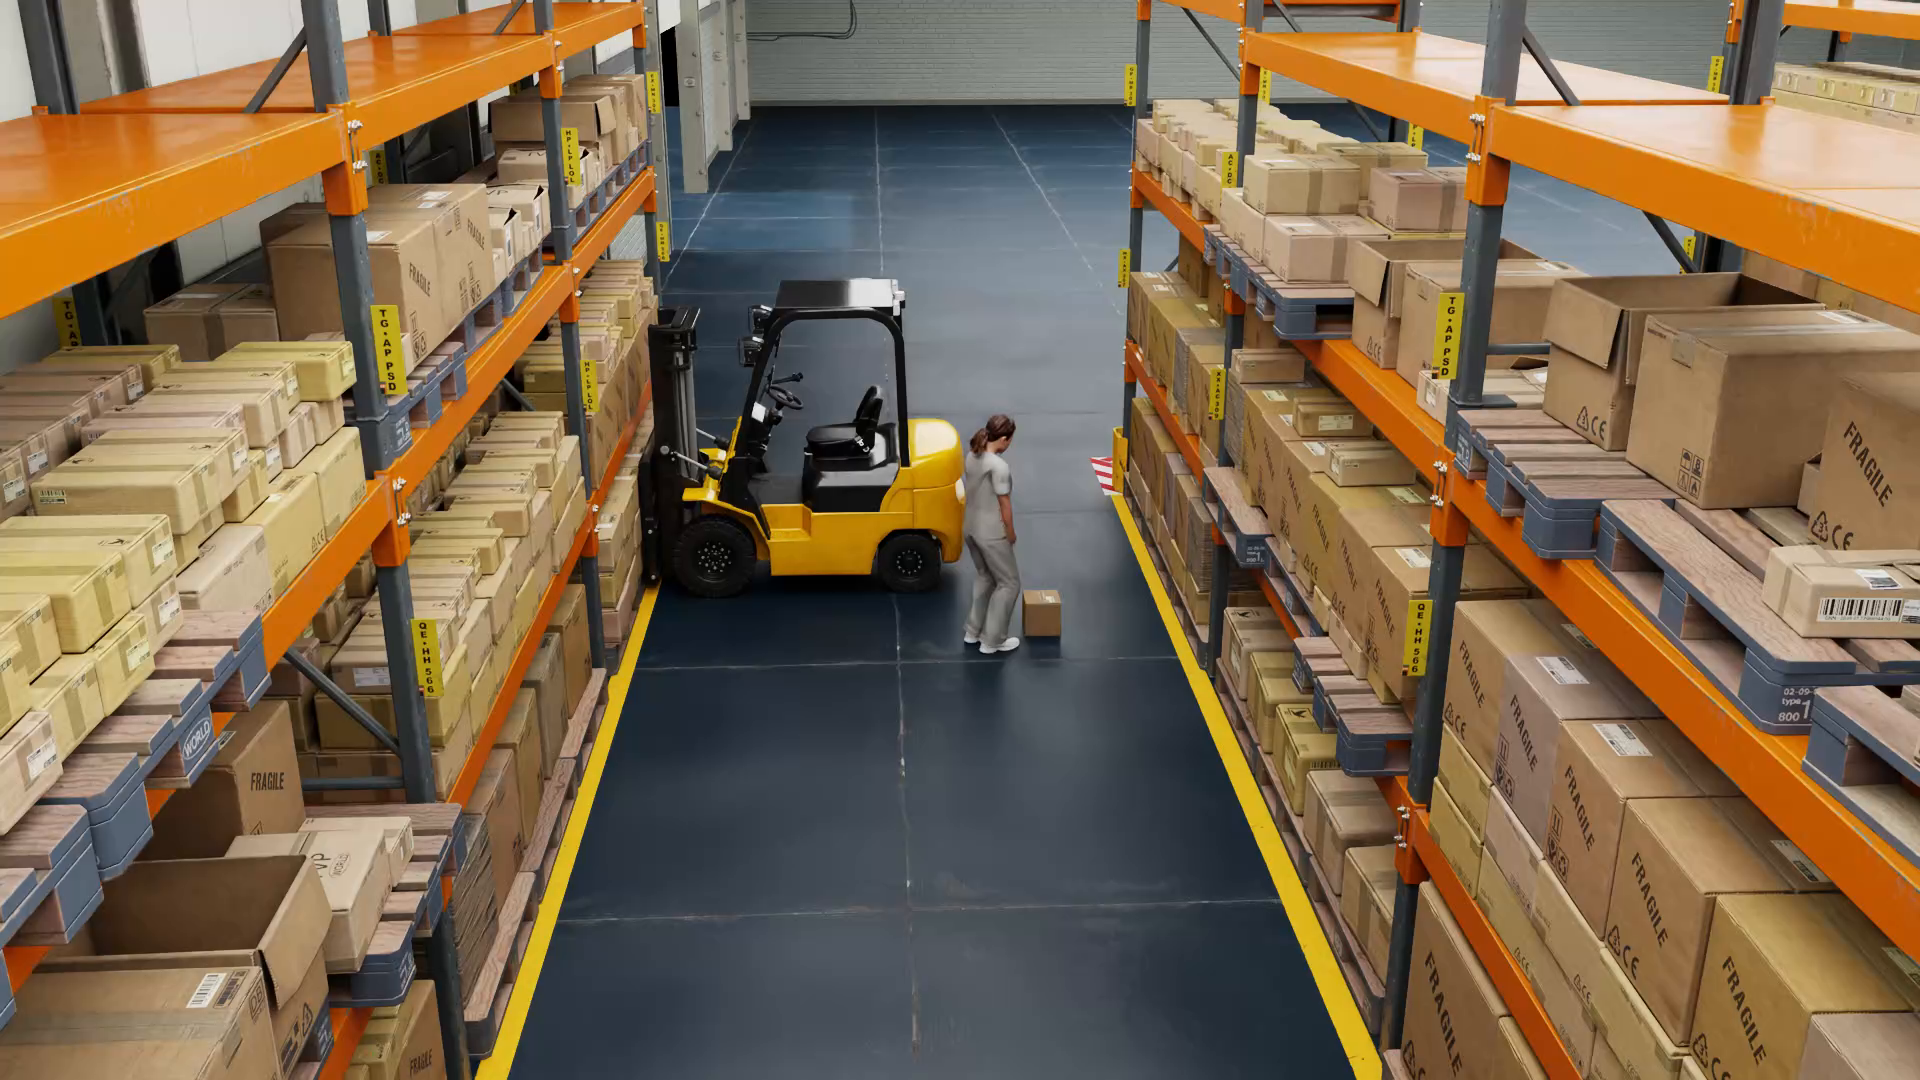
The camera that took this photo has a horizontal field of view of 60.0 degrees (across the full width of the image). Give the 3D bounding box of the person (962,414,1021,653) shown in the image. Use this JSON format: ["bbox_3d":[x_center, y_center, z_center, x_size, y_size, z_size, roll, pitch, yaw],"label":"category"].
[{"bbox_3d":[0.205,-0.054,11.293,0.370,1.637,0.458,-12,24,-29],"label":"person"}]
